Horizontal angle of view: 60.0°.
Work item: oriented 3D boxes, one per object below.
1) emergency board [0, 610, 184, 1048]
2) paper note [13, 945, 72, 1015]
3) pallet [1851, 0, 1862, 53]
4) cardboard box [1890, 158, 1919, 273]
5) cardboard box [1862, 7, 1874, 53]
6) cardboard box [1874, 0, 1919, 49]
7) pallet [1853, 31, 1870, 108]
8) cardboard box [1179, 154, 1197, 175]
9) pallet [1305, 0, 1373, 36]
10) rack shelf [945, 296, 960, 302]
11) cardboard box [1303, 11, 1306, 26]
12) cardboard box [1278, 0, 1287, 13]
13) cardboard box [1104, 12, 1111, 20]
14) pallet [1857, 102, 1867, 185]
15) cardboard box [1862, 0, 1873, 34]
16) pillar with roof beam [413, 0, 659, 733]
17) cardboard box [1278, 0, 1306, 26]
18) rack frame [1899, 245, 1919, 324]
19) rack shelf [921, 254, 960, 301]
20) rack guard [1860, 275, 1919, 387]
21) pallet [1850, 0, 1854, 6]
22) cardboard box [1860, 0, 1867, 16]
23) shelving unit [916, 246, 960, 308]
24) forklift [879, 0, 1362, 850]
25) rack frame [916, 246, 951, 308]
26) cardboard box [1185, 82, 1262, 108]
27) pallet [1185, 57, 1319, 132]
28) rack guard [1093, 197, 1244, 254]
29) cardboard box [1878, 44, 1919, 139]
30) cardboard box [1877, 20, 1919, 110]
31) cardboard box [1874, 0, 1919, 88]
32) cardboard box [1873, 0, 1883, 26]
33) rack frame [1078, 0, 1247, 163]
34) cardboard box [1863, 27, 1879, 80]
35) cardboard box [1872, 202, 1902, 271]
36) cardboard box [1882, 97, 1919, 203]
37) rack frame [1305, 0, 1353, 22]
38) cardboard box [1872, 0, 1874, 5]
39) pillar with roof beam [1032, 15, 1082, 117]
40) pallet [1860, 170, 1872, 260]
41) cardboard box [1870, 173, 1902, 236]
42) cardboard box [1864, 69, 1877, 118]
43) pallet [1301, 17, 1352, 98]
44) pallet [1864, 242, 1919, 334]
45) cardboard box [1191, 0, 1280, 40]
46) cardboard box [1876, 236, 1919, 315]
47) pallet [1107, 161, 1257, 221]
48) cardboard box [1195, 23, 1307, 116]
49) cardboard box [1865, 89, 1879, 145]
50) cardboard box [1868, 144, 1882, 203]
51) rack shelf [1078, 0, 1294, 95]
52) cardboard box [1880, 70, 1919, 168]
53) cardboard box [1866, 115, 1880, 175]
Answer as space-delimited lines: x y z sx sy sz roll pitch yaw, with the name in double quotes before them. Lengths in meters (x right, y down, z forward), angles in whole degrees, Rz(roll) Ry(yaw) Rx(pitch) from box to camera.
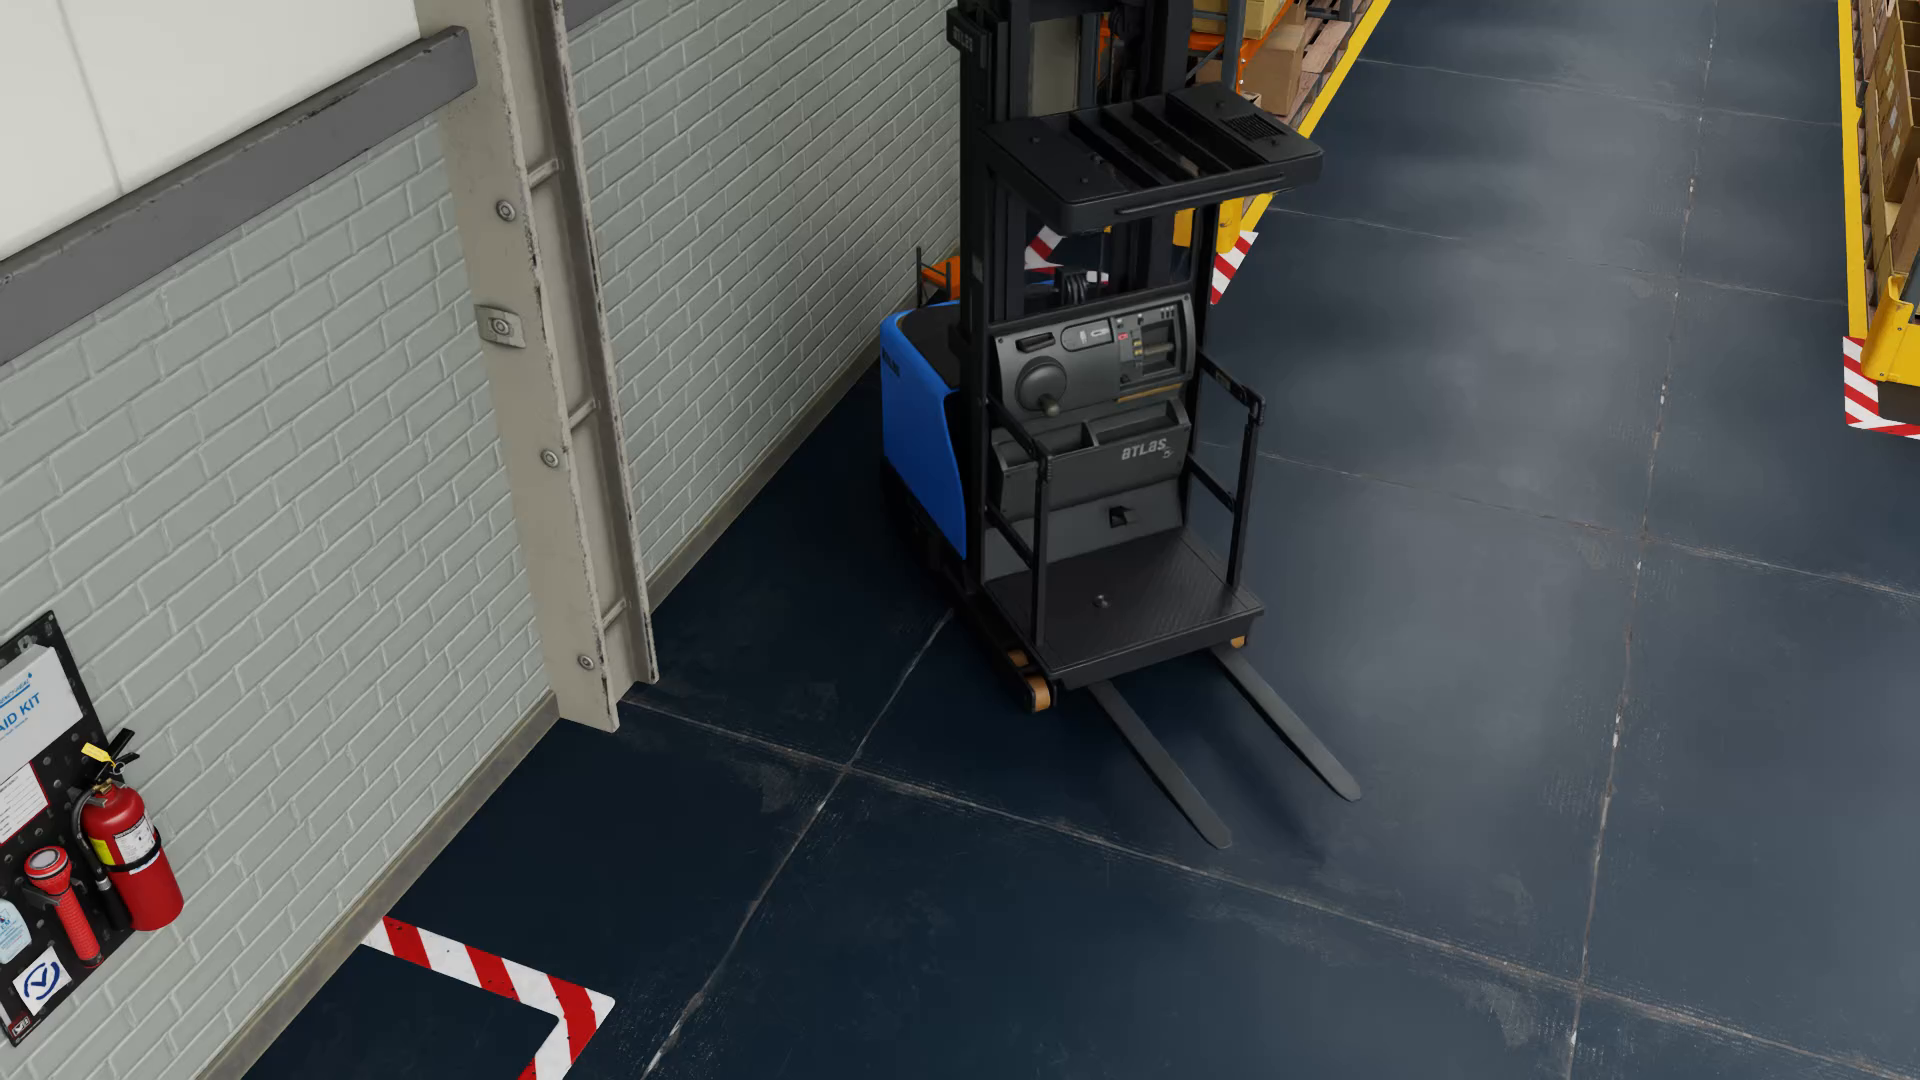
"emergency board" -2.549 0.852 4.706 0.194 1.169 0.643 14 39 18
"paper note" -2.681 1.287 4.859 0.016 0.148 0.142 14 39 18
"pallet" 8.054 -4.311 13.942 1.003 0.211 1.213 14 39 18
"cardboard box" 5.754 -1.850 9.641 0.500 0.500 0.500 14 39 18
"cardboard box" 7.431 -3.975 13.110 0.500 0.250 0.500 13 39 17
"cardboard box" 7.236 -3.914 12.560 0.500 0.311 0.500 14 39 18
"pallet" 7.591 -3.633 13.035 1.003 0.211 1.213 14 39 18
"cardboard box" 1.589 -2.706 11.345 0.500 0.311 0.500 10 38 13
"pallet" 3.060 -4.774 14.562 1.003 0.211 1.213 14 39 18
"rack shelf" 0.047 -1.159 8.638 0.480 0.148 0.258 -29 46 -33
"cardboard box" 2.589 -4.198 13.461 0.380 0.166 0.250 9 38 12
"cardboard box" 1.906 -3.681 10.880 0.500 0.250 0.500 13 39 16
"cardboard box" 1.241 -3.496 10.631 0.500 0.250 0.500 14 39 18
"pallet" 7.006 -2.785 11.901 1.003 0.211 1.213 14 39 18
"cardboard box" 7.625 -4.258 13.489 0.500 0.250 0.500 15 39 19
"pillar with roof beam" 2.407 -1.930 3.417 9.100 9.000 0.400 14 39 18
"cardboard box" 2.407 -4.050 12.986 0.500 0.500 0.500 11 38 14
"rack frame" 5.825 -2.118 8.680 1.000 3.000 0.127 14 39 18
"rack shelf" 0.047 -1.348 8.497 0.480 0.148 0.258 -29 46 -33
"rack guard" 5.816 -1.104 9.411 1.175 0.500 0.348 14 39 18
"pallet" 8.520 -4.984 14.843 1.003 0.211 1.213 14 39 18
"cardboard box" 7.820 -4.540 13.866 0.500 0.250 0.500 15 39 19
"shelving unit" 0.047 -1.033 8.732 0.503 1.200 0.258 -29 46 -33
"forklift" 0.669 -0.713 6.857 1.130 2.935 3.031 -15 39 -19
"rack frame" -0.132 -0.934 8.599 0.015 1.200 0.240 -29 46 -33
"cardboard box" 1.806 -3.022 11.768 0.500 0.311 0.500 17 40 21
"pallet" 2.079 -3.285 12.570 1.003 0.211 1.213 14 39 18
"rack guard" 1.272 -2.285 10.992 1.175 0.500 0.348 14 39 18
"cardboard box" 6.501 -2.961 11.127 0.500 0.500 0.500 14 39 18
"cardboard box" 6.698 -3.236 11.495 0.500 0.500 0.500 14 39 18
"cardboard box" 6.881 -3.515 11.868 0.500 0.500 0.500 14 39 18
"cardboard box" 7.428 -4.203 12.947 0.500 0.311 0.500 15 39 19
"rack frame" 1.243 -3.245 10.187 1.000 3.000 0.127 14 39 18
"cardboard box" 7.237 -3.695 12.736 0.500 0.250 0.500 13 39 17
"cardboard box" 5.935 -1.829 10.239 0.500 0.250 0.500 14 39 18
"cardboard box" 6.121 -2.407 10.386 0.500 0.500 0.500 14 39 18
"rack frame" 2.765 -5.459 13.150 1.000 3.000 0.127 14 39 18
"cardboard box" 7.620 -4.479 13.316 0.500 0.311 0.500 14 39 18
"pillar with roof beam" 4.690 -5.251 7.861 9.100 9.000 0.400 14 39 18
"pallet" 6.543 -2.107 10.995 1.003 0.211 1.213 14 39 18
"cardboard box" 6.124 -2.106 10.610 0.500 0.250 0.500 14 39 18
"cardboard box" 6.890 -3.212 12.089 0.500 0.250 0.500 14 39 18
"pallet" 2.542 -3.962 13.476 1.003 0.211 1.213 14 39 18
"pallet" 6.077 -1.434 10.094 1.003 0.211 1.213 14 39 18
"cardboard box" 1.722 -3.390 10.491 0.500 0.250 0.500 13 39 16
"cardboard box" 5.756 -1.549 9.865 0.500 0.250 0.500 14 39 18
"pallet" 1.613 -2.612 11.669 1.003 0.211 1.213 14 39 18
"cardboard box" 2.131 -3.493 12.239 0.700 0.500 0.500 11 38 15
"cardboard box" 6.695 -2.936 11.721 0.500 0.250 0.500 14 39 18
"cardboard box" 6.316 -2.383 10.980 0.500 0.250 0.500 14 39 18
"rack shelf" 2.004 -4.064 11.884 1.077 0.370 4.000 14 39 18
"cardboard box" 6.312 -2.684 10.756 0.500 0.500 0.500 14 39 18
"cardboard box" 6.500 -2.661 11.352 0.500 0.250 0.500 14 39 18
